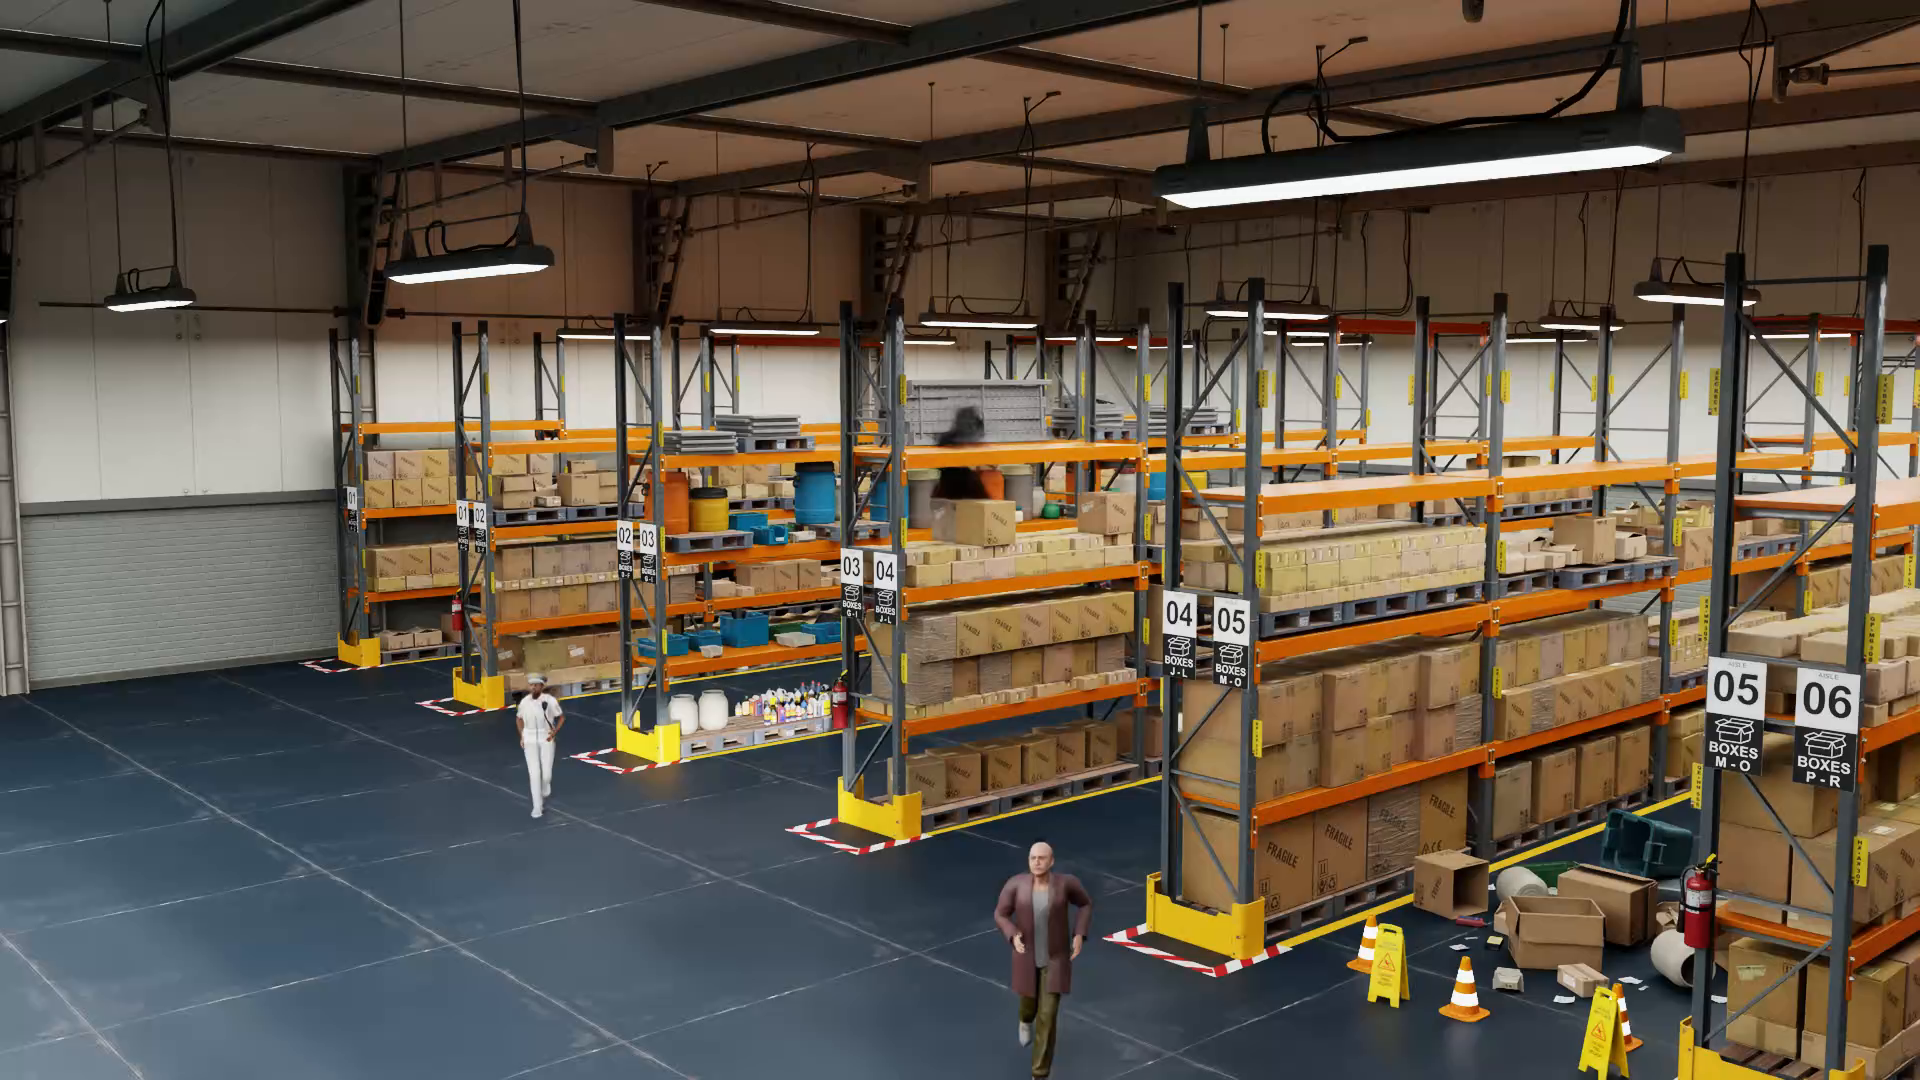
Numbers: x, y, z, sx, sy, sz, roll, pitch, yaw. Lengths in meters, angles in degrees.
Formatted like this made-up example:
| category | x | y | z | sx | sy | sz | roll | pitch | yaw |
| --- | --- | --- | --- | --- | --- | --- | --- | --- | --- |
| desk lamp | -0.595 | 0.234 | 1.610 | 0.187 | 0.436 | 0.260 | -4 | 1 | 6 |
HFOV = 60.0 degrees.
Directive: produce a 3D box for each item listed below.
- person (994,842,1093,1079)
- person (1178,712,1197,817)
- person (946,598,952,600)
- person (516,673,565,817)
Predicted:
| category | x | y | z | sx | sy | sz | roll | pitch | yaw |
| --- | --- | --- | --- | --- | --- | --- | --- | --- | --- |
| person | 0.610 | 3.084 | 12.263 | 0.718 | 1.783 | 0.989 | 1 | 6 | 8 |
| person | 2.498 | 2.516 | 18.004 | 0.693 | 1.768 | 0.682 | 4 | 7 | 34 |
| person | -0.030 | 1.430 | 29.453 | 0.581 | 1.645 | 0.920 | 4 | 7 | 34 |
| person | -4.988 | 2.395 | 19.764 | 0.581 | 1.688 | 0.677 | -1 | 6 | -6 |
